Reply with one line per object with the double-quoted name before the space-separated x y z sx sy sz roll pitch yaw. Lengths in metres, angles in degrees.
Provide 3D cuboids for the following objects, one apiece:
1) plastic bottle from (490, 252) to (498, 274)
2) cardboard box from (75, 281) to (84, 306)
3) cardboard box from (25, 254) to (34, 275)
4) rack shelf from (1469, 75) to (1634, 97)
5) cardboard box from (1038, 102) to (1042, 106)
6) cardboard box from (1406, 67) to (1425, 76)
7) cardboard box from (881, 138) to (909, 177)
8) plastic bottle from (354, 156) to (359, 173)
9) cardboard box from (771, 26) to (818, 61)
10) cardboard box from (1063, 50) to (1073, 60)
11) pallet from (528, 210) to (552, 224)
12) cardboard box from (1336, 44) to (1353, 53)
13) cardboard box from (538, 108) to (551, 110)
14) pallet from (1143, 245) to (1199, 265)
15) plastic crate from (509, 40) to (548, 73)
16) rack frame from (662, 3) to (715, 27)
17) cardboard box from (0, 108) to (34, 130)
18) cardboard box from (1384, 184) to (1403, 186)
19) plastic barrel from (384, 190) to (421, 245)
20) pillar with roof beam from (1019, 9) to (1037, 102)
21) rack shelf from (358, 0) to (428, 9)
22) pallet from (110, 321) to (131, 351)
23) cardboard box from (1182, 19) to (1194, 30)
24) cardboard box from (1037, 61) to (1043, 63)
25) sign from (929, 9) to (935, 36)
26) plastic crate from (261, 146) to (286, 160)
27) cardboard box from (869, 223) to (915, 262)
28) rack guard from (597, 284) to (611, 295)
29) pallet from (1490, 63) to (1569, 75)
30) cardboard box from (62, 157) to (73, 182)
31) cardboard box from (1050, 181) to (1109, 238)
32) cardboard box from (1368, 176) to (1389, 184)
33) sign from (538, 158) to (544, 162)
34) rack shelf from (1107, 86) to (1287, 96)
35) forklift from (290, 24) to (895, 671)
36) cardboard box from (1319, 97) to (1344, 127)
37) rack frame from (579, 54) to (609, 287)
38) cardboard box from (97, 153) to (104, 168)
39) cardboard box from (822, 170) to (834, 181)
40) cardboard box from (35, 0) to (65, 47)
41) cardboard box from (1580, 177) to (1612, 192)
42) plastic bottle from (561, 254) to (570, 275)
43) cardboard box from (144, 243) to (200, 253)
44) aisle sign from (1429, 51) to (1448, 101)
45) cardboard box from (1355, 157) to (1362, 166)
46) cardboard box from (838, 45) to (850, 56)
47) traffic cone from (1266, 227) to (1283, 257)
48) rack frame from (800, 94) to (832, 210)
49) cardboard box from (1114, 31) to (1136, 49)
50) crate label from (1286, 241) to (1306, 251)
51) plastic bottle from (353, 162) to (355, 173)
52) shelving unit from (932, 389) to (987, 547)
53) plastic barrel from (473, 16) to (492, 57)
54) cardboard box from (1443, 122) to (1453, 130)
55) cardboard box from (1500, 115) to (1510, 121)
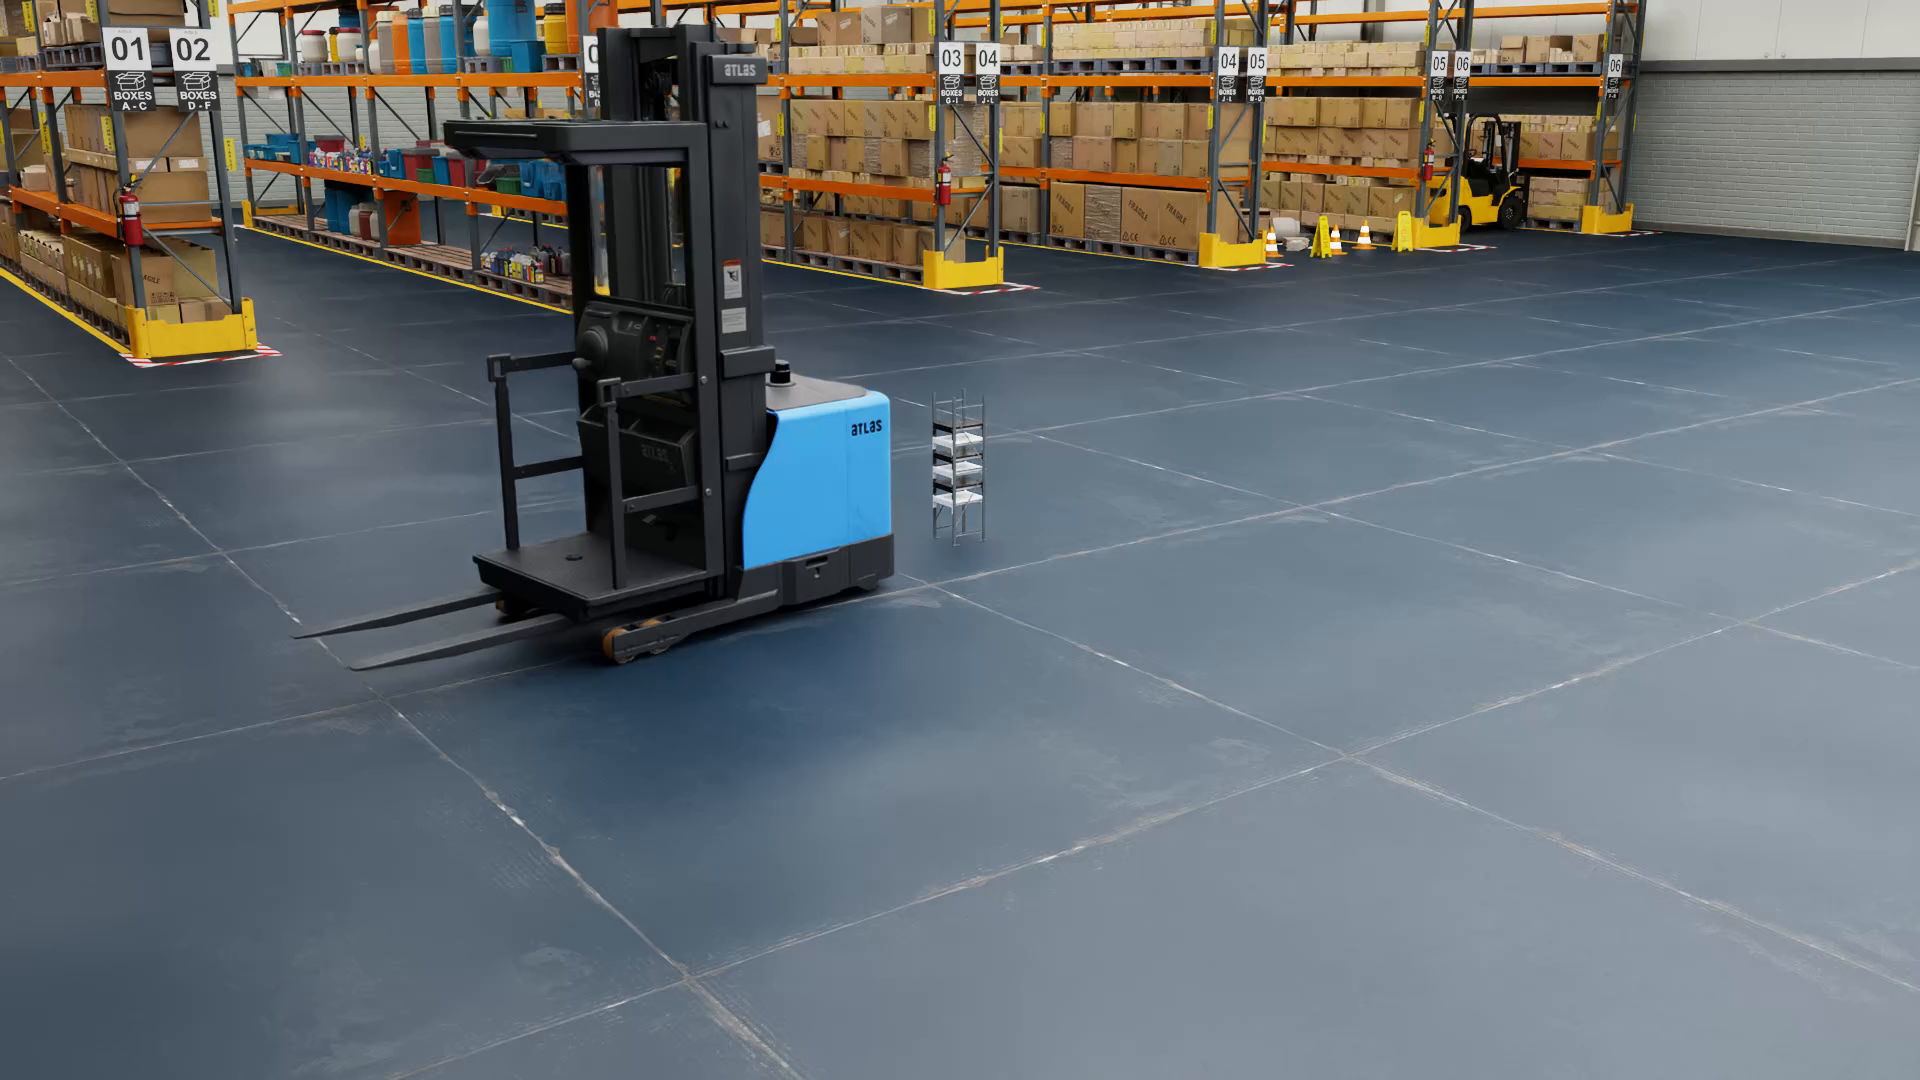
"plastic bottle" -6.217 -3.721 22.314 0.152 0.276 0.135 -10 18 -33
"cardboard box" -9.953 -2.878 19.321 0.500 0.250 0.500 -11 19 -35
"cardboard box" -12.256 -3.721 22.402 0.500 0.250 0.500 -12 19 -36
"rack shelf" 10.949 -8.774 32.132 1.077 0.370 4.000 -11 19 -35
"cardboard box" 2.006 -9.109 35.592 0.500 0.500 0.500 -11 19 -35
"cardboard box" 7.676 -7.834 27.812 0.380 0.149 0.250 -11 19 -34
"cardboard box" -0.596 -5.339 23.149 0.875 0.500 0.500 -11 19 -35
"plastic bottle" -9.614 -5.995 26.542 0.097 0.271 0.097 0 15 0
"cardboard box" -2.452 -7.607 25.513 0.797 0.503 0.637 -12 19 -37
"cardboard box" 1.909 -7.931 27.180 0.380 0.149 0.250 -11 19 -34
"pallet" -8.065 -6.590 33.755 1.003 0.211 1.213 -11 19 -35
"cardboard box" 6.746 -8.535 28.861 0.380 0.149 0.250 -10 18 -33
"cardboard box" -8.812 -8.724 34.568 0.500 0.500 0.500 -11 19 -34
"pallet" 3.634 -4.500 26.116 1.003 0.211 1.213 -11 19 -35
"plastic crate" -5.275 -5.968 20.549 0.392 0.384 0.575 -11 19 -35
"rack frame" -4.607 -9.540 27.884 1.000 3.000 0.127 -11 19 -35
"cardboard box" -15.024 -6.638 26.564 0.500 0.500 0.500 -10 18 -33
"cardboard box" 7.536 -6.045 29.473 0.500 0.500 0.500 -12 19 -37
"plastic barrel" -8.915 -5.135 26.471 0.600 0.830 0.708 -11 19 -35
"pillar with roof beam" -1.621 -13.605 42.737 9.100 9.000 0.400 -11 19 -35
"rack shelf" -7.438 -7.804 23.663 1.077 0.370 4.000 -11 19 -35
"pallet" -8.402 -2.213 17.761 1.003 0.211 1.213 -11 19 -35
"cardboard box" 3.550 -7.720 24.898 0.380 0.149 0.250 -11 19 -34
"cardboard box" 1.848 -10.178 35.360 0.396 0.266 0.258 -9 18 -30
"sign" -0.364 -6.730 21.623 0.100 0.325 0.005 -11 19 -35
"plastic crate" -12.665 -7.149 30.717 0.416 0.233 0.300 -11 19 -35
"cardboard box" -0.989 -4.330 24.152 0.500 0.500 0.500 -9 18 -29
"rack guard" -3.993 -2.972 19.989 1.175 0.500 0.348 -11 19 -35
"pallet" 11.009 -9.067 32.007 1.003 0.211 1.213 -11 19 -35
"cardboard box" -11.019 -4.582 20.947 0.500 0.500 0.500 -9 18 -31
"cardboard box" 2.129 -5.573 27.984 0.875 0.875 0.875 -11 19 -34
"cardboard box" 9.007 -7.435 35.262 0.875 0.625 0.625 -11 19 -35
"sign" -5.810 -5.240 23.014 0.100 0.325 0.005 -11 19 -35
"rack shelf" 4.585 -8.857 32.435 1.077 0.370 4.000 -11 19 -35
"forklift" -1.766 -0.979 8.101 3.031 2.935 1.130 -14 21 -42
"cardboard box" 6.780 -7.555 29.352 0.700 0.500 0.500 -11 19 -35
"rack frame" -3.910 -4.169 19.626 1.000 3.000 0.127 -11 19 -35
"cardboard box" -9.060 -4.090 17.920 0.380 0.149 0.250 -10 18 -33
"cardboard box" -1.798 -5.362 24.461 0.380 0.149 0.250 -11 19 -35
"cardboard box" -10.188 -5.872 18.915 0.500 0.500 0.500 -9 18 -30
"cardboard box" 11.996 -6.738 31.531 0.500 0.250 0.500 -11 19 -35
"plastic bottle" -5.255 -3.684 22.178 0.152 0.276 0.135 -10 18 -34
"cardboard box" -8.654 -2.999 18.345 0.500 0.500 0.500 -11 19 -35
"aisle sign" 7.914 -7.672 27.499 0.394 0.787 0.004 -11 19 -35
"cardboard box" 7.135 -6.623 29.069 0.380 0.149 0.250 -11 19 -34
"cardboard box" -1.517 -6.969 23.702 0.380 0.149 0.250 -11 19 -36
"traffic cone" 5.004 -4.796 26.723 0.336 0.463 0.334 -11 19 -35
"rack frame" -2.888 -8.248 34.531 1.000 3.000 0.127 -11 19 -35
"cardboard box" 2.770 -7.838 26.085 0.500 0.250 0.500 -11 19 -34
"crate label" 5.606 -4.900 27.720 0.298 0.136 0.250 7 17 23
"plastic bottle" -9.672 -5.982 26.628 0.097 0.201 0.097 0 15 0
"shelving unit" -0.005 -0.436 9.964 0.258 0.900 0.210 -11 19 -35
"plastic barrel" -6.168 -6.604 21.833 0.421 0.512 0.421 0 15 0
"cardboard box" 9.902 -8.298 33.296 0.380 0.149 0.250 -10 18 -33
"cardboard box" 10.703 -8.179 32.294 0.380 0.149 0.250 -11 19 -34
